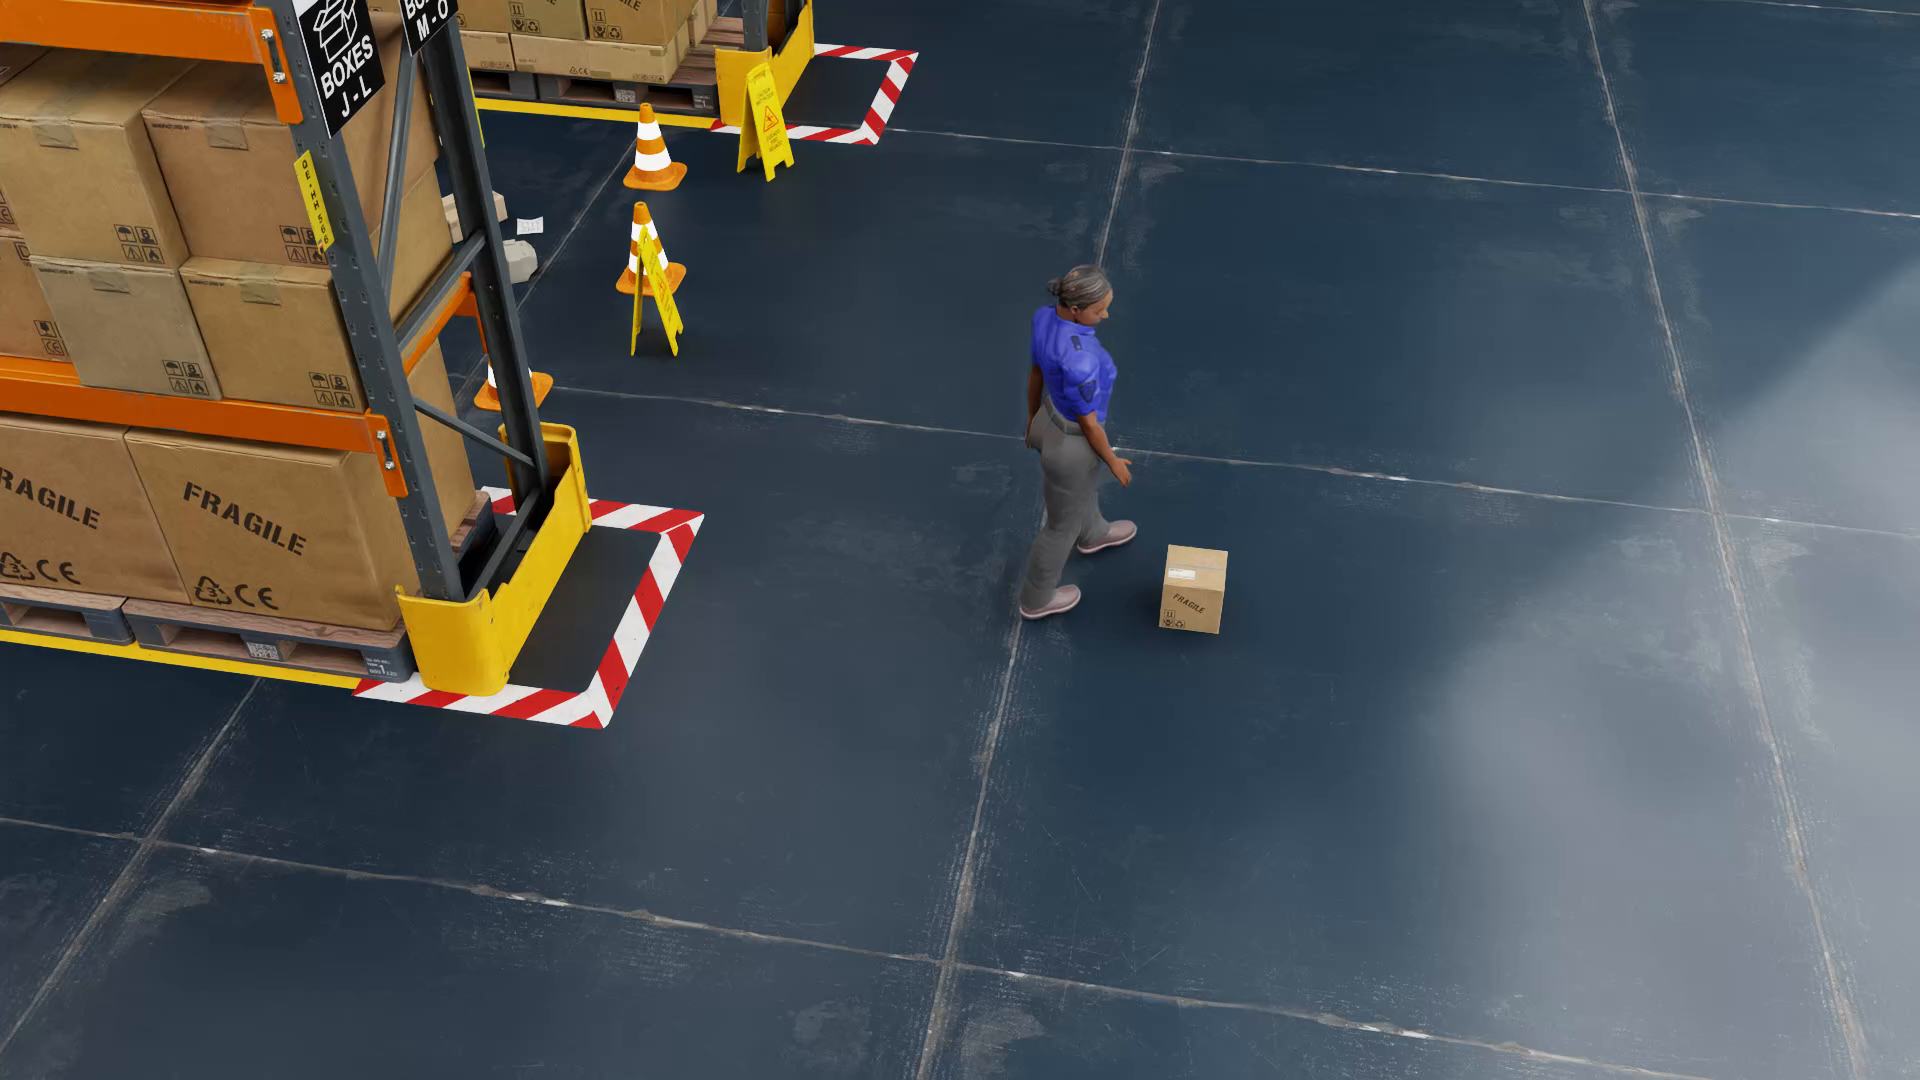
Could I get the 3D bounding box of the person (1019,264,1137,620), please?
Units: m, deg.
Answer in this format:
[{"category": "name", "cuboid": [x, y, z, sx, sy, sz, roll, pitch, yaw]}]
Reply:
[{"category": "person", "cuboid": [0.534, -0.430, 6.656, 0.667, 1.638, 0.547, -12, 42, -14]}]
